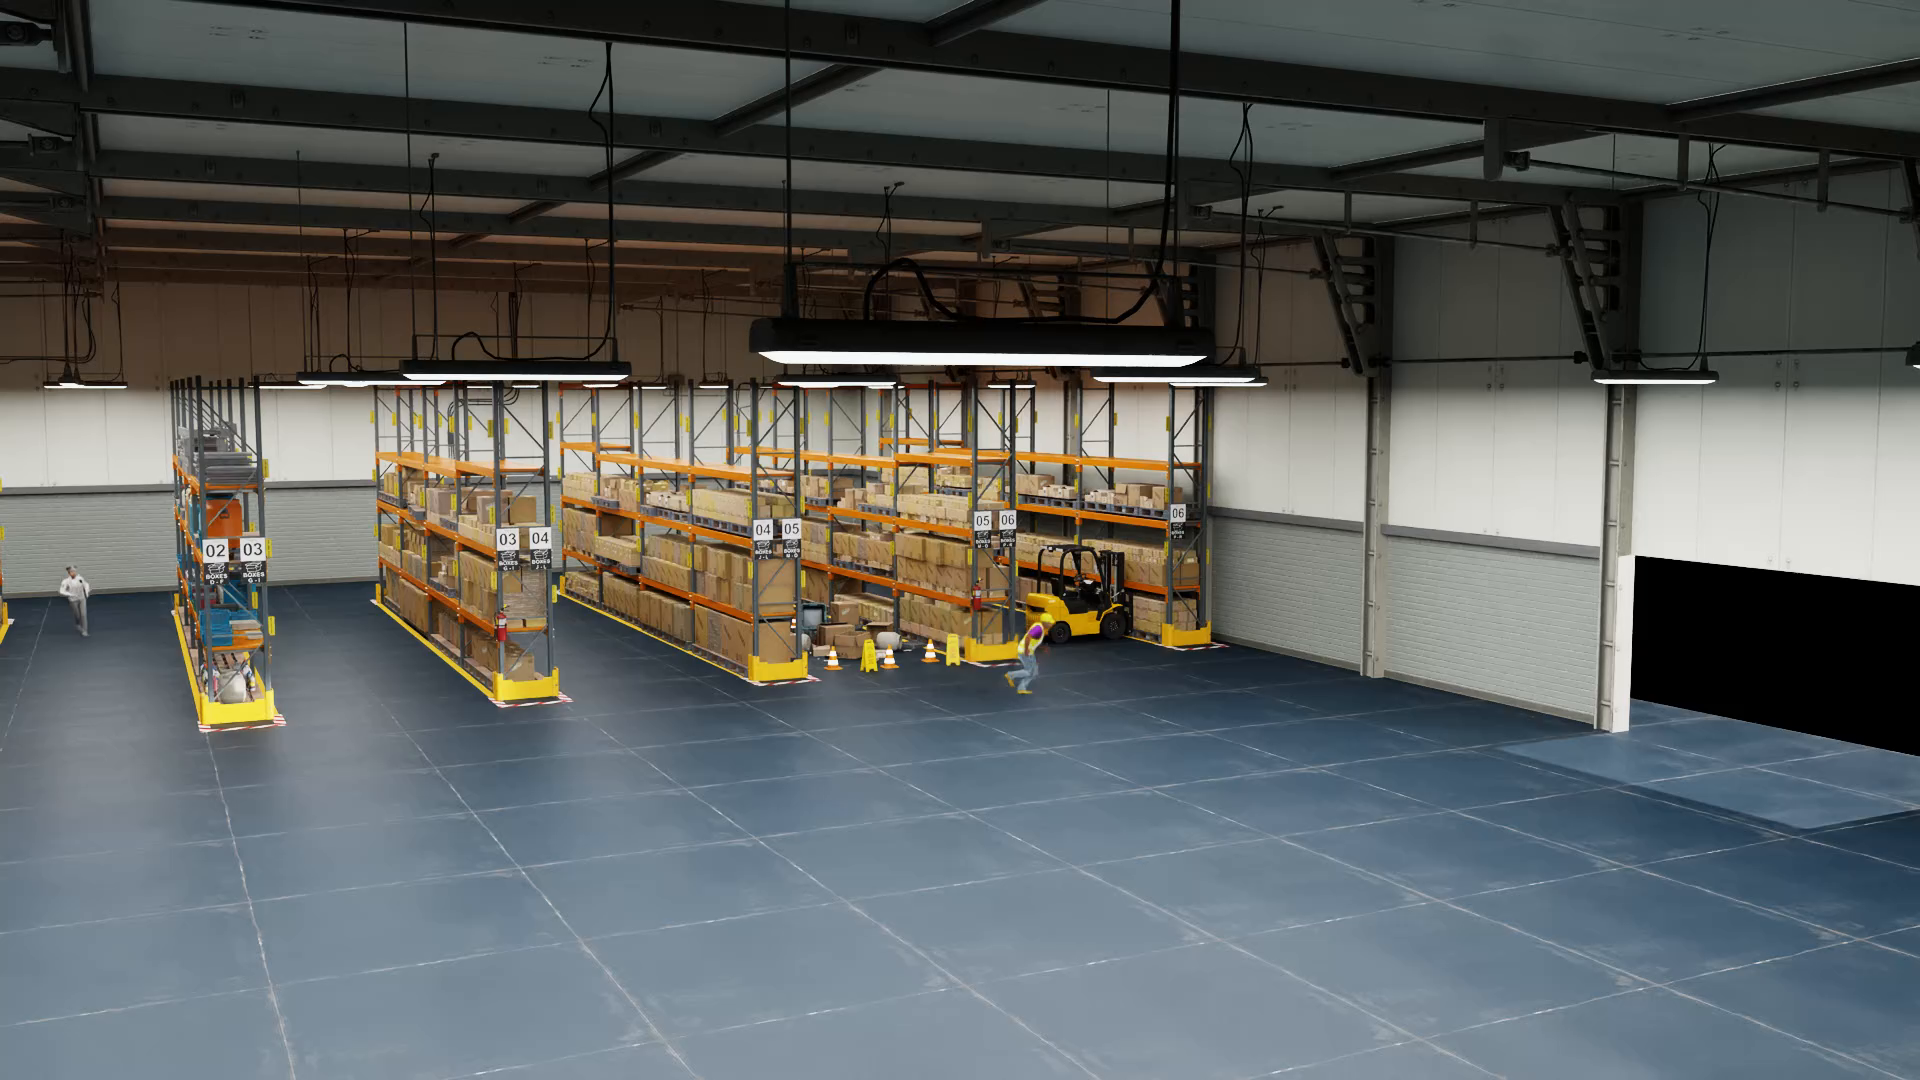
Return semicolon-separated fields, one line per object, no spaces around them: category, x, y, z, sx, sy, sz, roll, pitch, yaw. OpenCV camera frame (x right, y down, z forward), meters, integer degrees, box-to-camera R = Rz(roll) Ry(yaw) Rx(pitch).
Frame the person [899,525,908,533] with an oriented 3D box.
person;-1.661;0.392;46.673;0.704;1.789;0.846;-4;7;-41

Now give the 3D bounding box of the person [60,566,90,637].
person;-20.843;1.424;39.192;0.646;1.670;0.795;-4;6;-38

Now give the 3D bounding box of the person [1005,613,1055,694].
person;1.323;2.160;31.427;0.951;1.560;0.724;1;5;7
